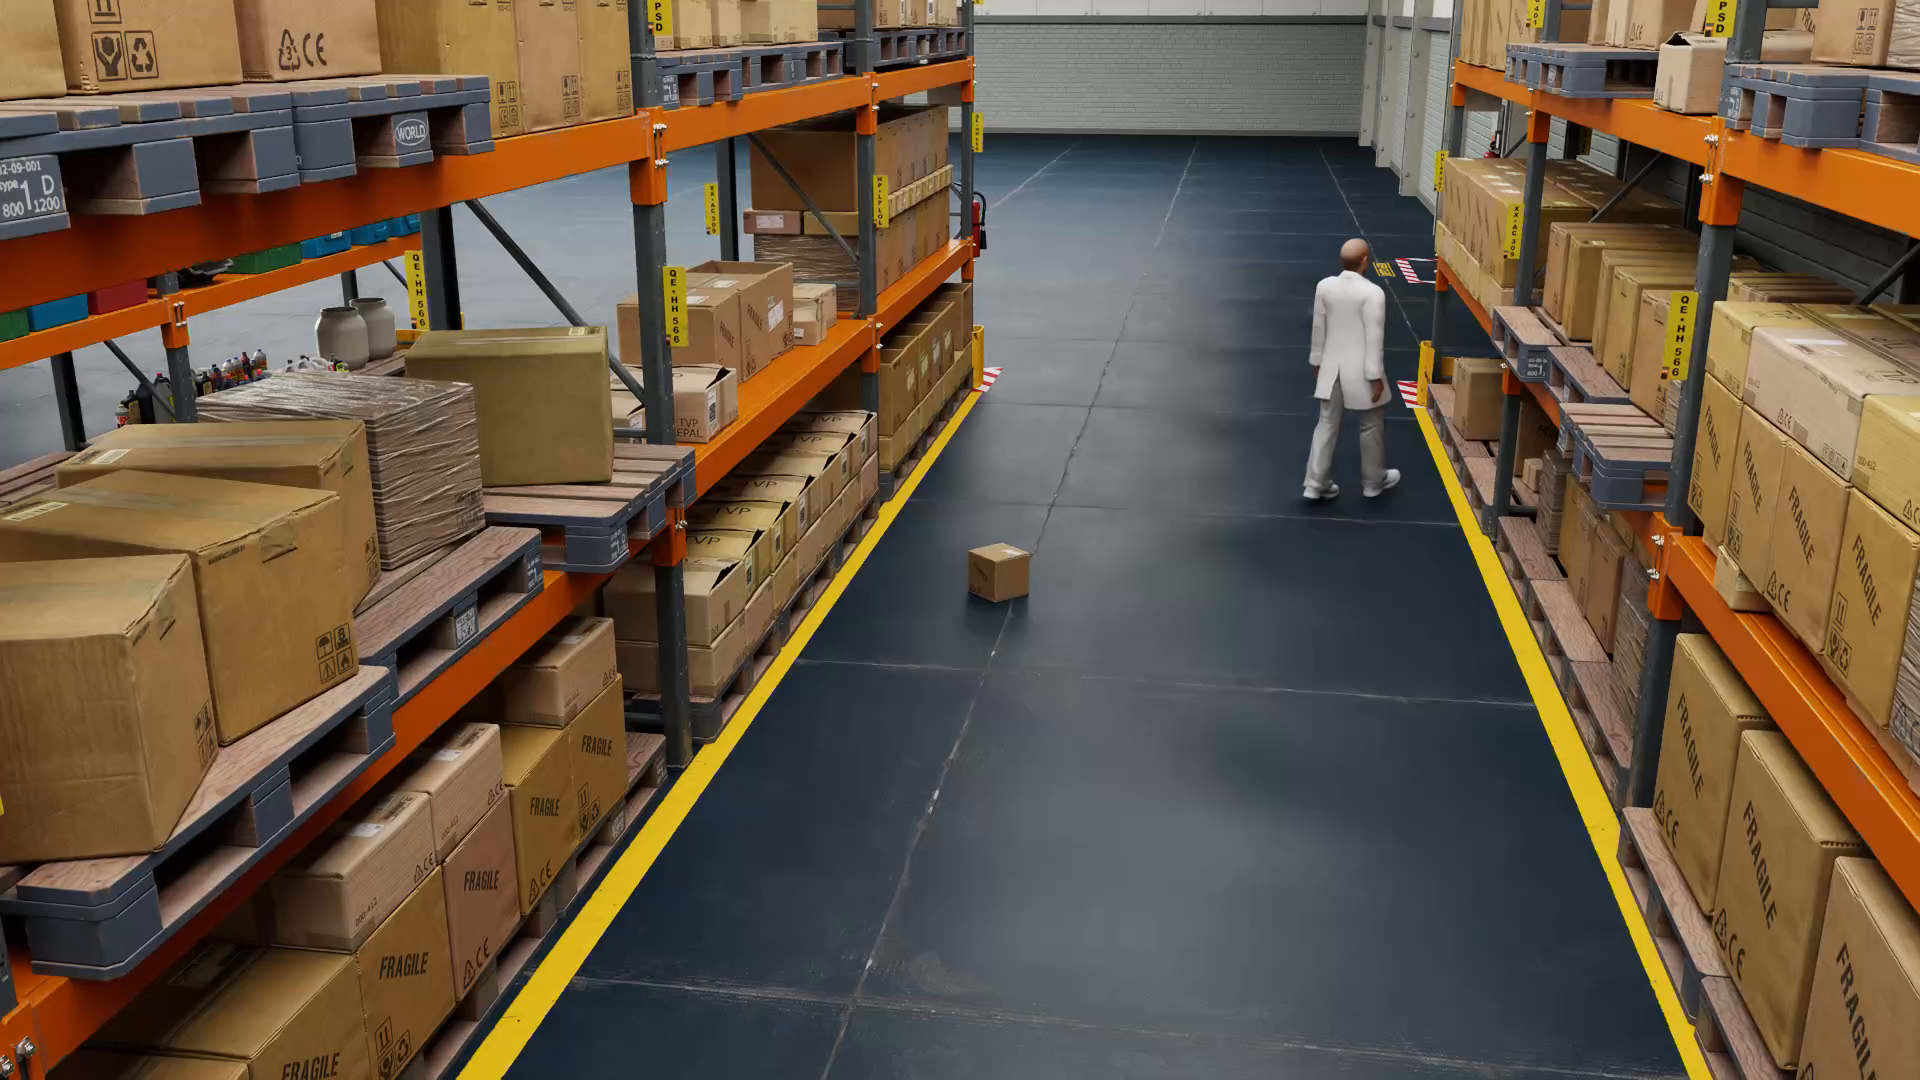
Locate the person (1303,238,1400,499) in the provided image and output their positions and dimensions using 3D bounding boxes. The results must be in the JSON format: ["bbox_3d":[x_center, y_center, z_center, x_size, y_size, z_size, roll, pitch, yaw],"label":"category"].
[{"bbox_3d":[2.669,-1.160,11.221,0.614,1.769,0.812,17,24,42],"label":"person"}]
